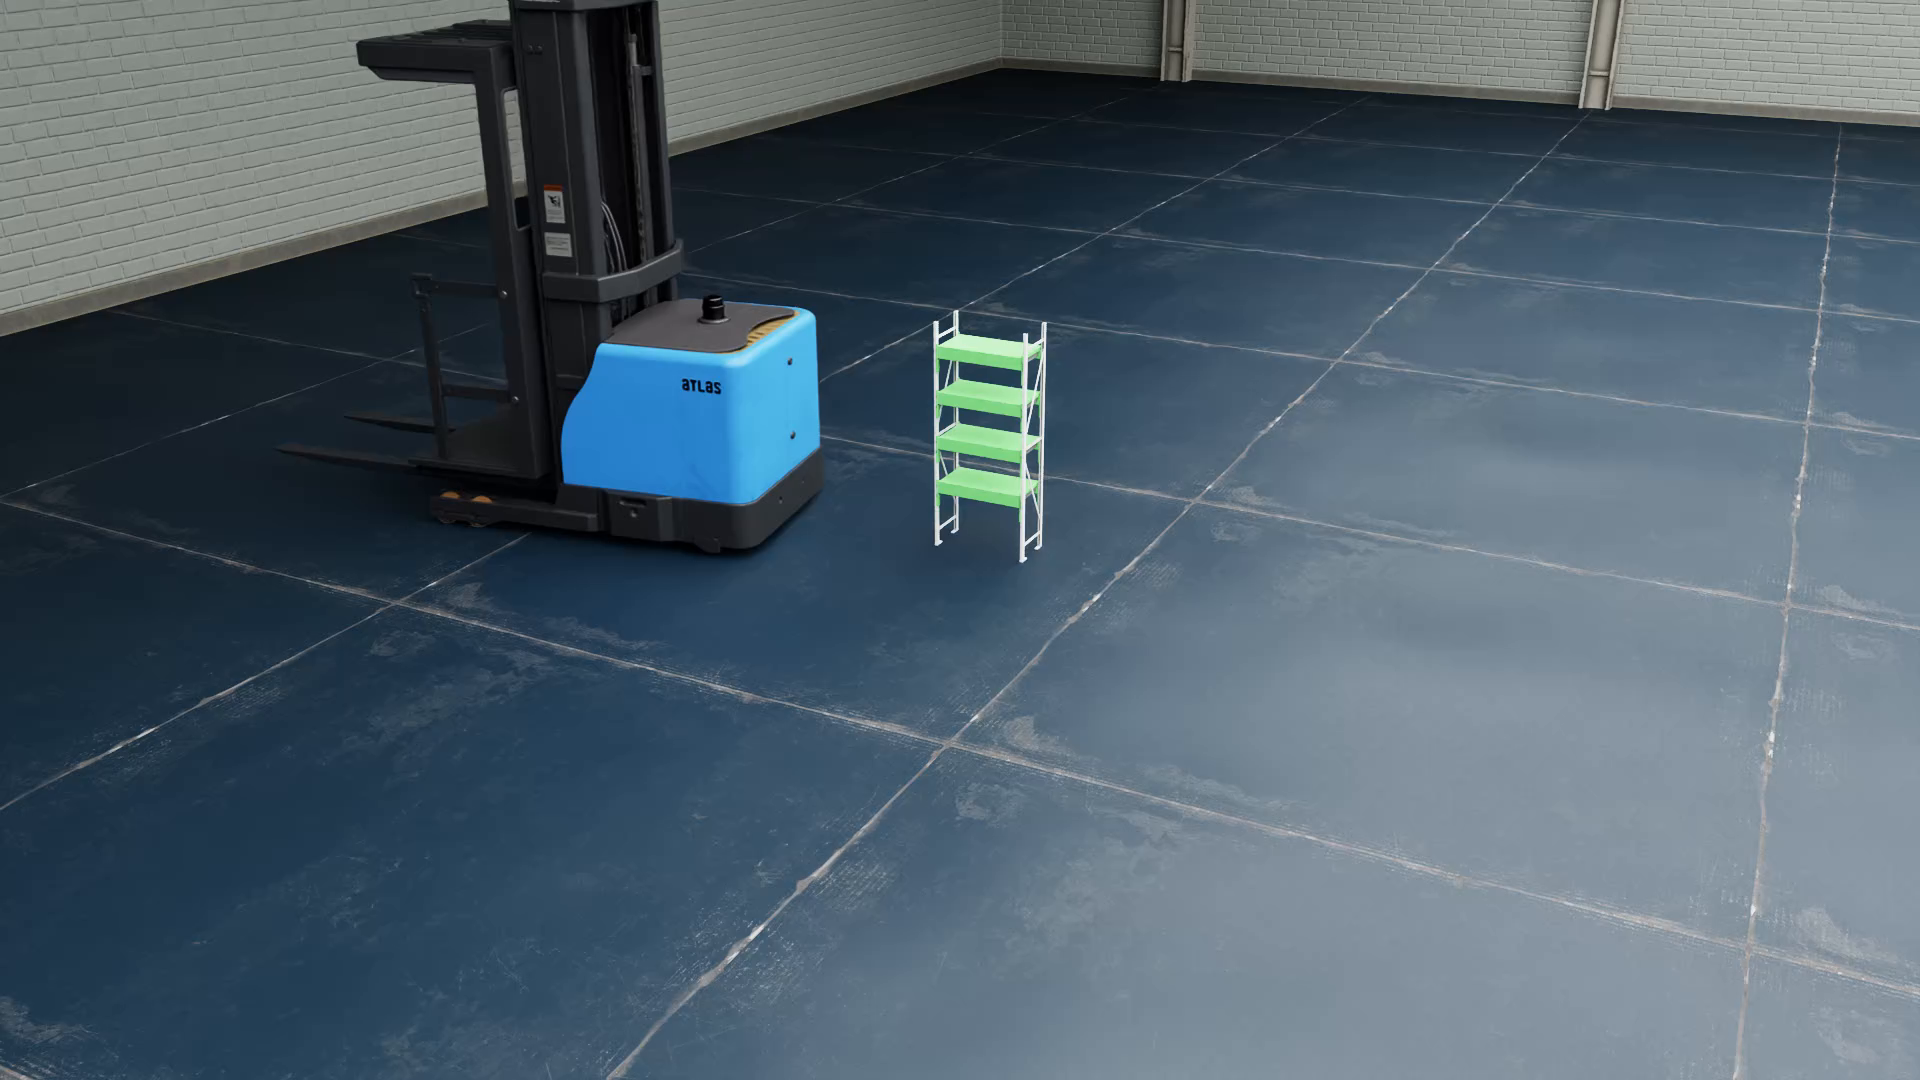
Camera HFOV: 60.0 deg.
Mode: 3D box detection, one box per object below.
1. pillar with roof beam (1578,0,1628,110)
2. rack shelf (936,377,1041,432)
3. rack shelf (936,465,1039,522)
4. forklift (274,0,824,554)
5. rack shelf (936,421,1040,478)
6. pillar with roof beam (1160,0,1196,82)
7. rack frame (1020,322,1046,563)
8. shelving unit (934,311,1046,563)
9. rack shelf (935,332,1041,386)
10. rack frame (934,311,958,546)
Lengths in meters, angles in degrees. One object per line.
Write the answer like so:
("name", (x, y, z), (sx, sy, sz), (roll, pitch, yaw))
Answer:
("pillar with roof beam", (6.664, -8.502, 17.243), (0.400, 9.000, 9.100), (11, 25, 25))
("rack shelf", (0.148, -0.685, 8.378), (0.480, 0.148, 0.258), (11, 25, 25))
("rack shelf", (0.148, -0.243, 8.565), (0.480, 0.148, 0.258), (11, 25, 25))
("forklift", (-2.334, -1.603, 8.773), (3.031, 2.935, 1.130), (7, 24, 16))
("rack shelf", (0.148, -0.464, 8.471), (0.480, 0.148, 0.258), (11, 25, 25))
("pillar with roof beam", (1.310, -9.562, 19.735), (0.400, 9.000, 9.100), (11, 25, 25))
("rack frame", (0.365, -0.480, 8.345), (0.015, 1.200, 0.240), (11, 25, 25))
("shelving unit", (0.148, -0.523, 8.446), (0.503, 1.200, 0.258), (11, 25, 25))
("rack shelf", (0.148, -0.906, 8.284), (0.480, 0.148, 0.258), (11, 25, 25))
("rack frame", (-0.070, -0.566, 8.548), (0.015, 1.200, 0.240), (11, 25, 25))
